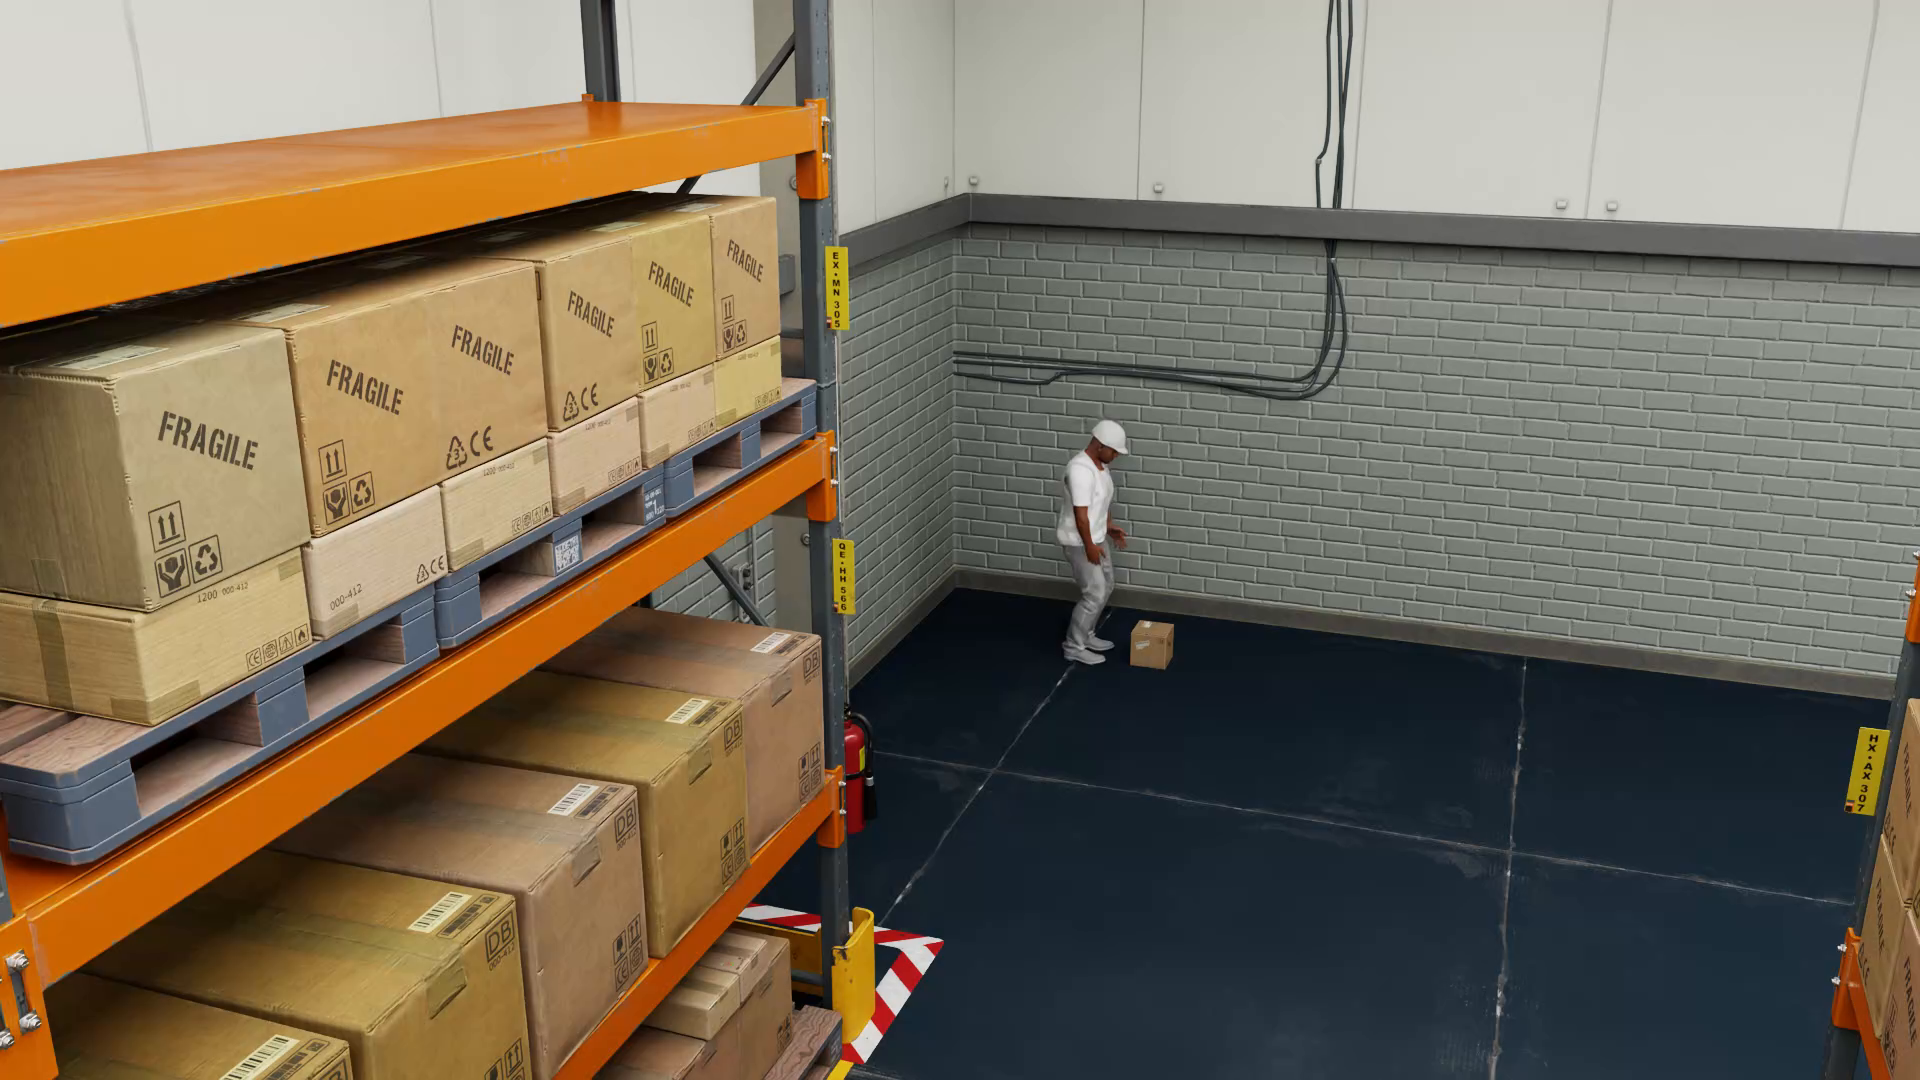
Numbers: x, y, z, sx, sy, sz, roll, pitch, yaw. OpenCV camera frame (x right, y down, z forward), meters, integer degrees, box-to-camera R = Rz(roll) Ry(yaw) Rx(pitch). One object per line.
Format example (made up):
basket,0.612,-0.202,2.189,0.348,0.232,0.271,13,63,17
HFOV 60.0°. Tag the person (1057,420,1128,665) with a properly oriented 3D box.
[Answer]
person,0.929,-0.009,11.629,0.453,1.717,0.591,7,20,20
